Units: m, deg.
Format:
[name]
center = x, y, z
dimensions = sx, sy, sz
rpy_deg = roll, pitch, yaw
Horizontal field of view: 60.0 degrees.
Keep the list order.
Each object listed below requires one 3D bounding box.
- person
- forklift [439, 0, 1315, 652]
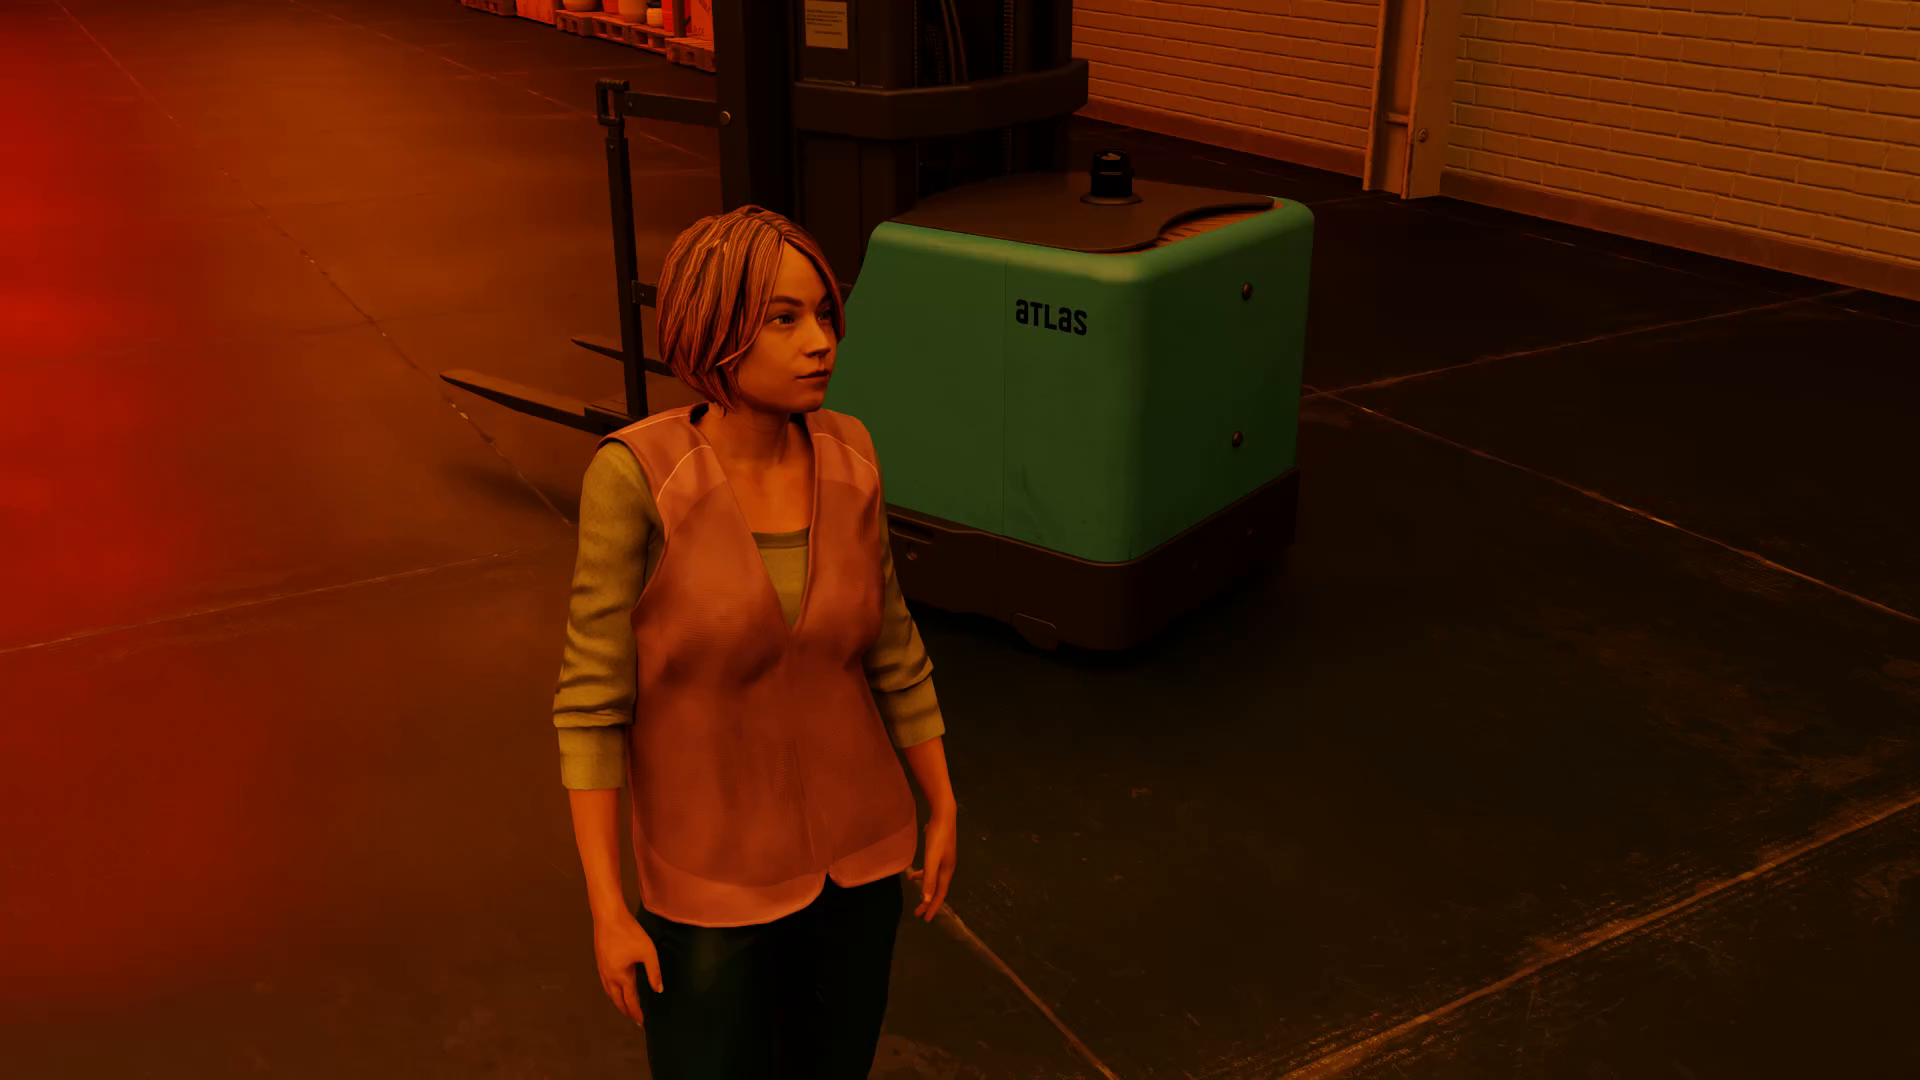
[person]
center = -0.192, 0.432, 1.959
dimensions = 0.522, 1.598, 0.473
rpy_deg = -15, 27, -33
[forklift]
center = -0.481, -1.497, 4.922
dimensions = 3.031, 2.935, 1.130
rpy_deg = 16, 27, 34
